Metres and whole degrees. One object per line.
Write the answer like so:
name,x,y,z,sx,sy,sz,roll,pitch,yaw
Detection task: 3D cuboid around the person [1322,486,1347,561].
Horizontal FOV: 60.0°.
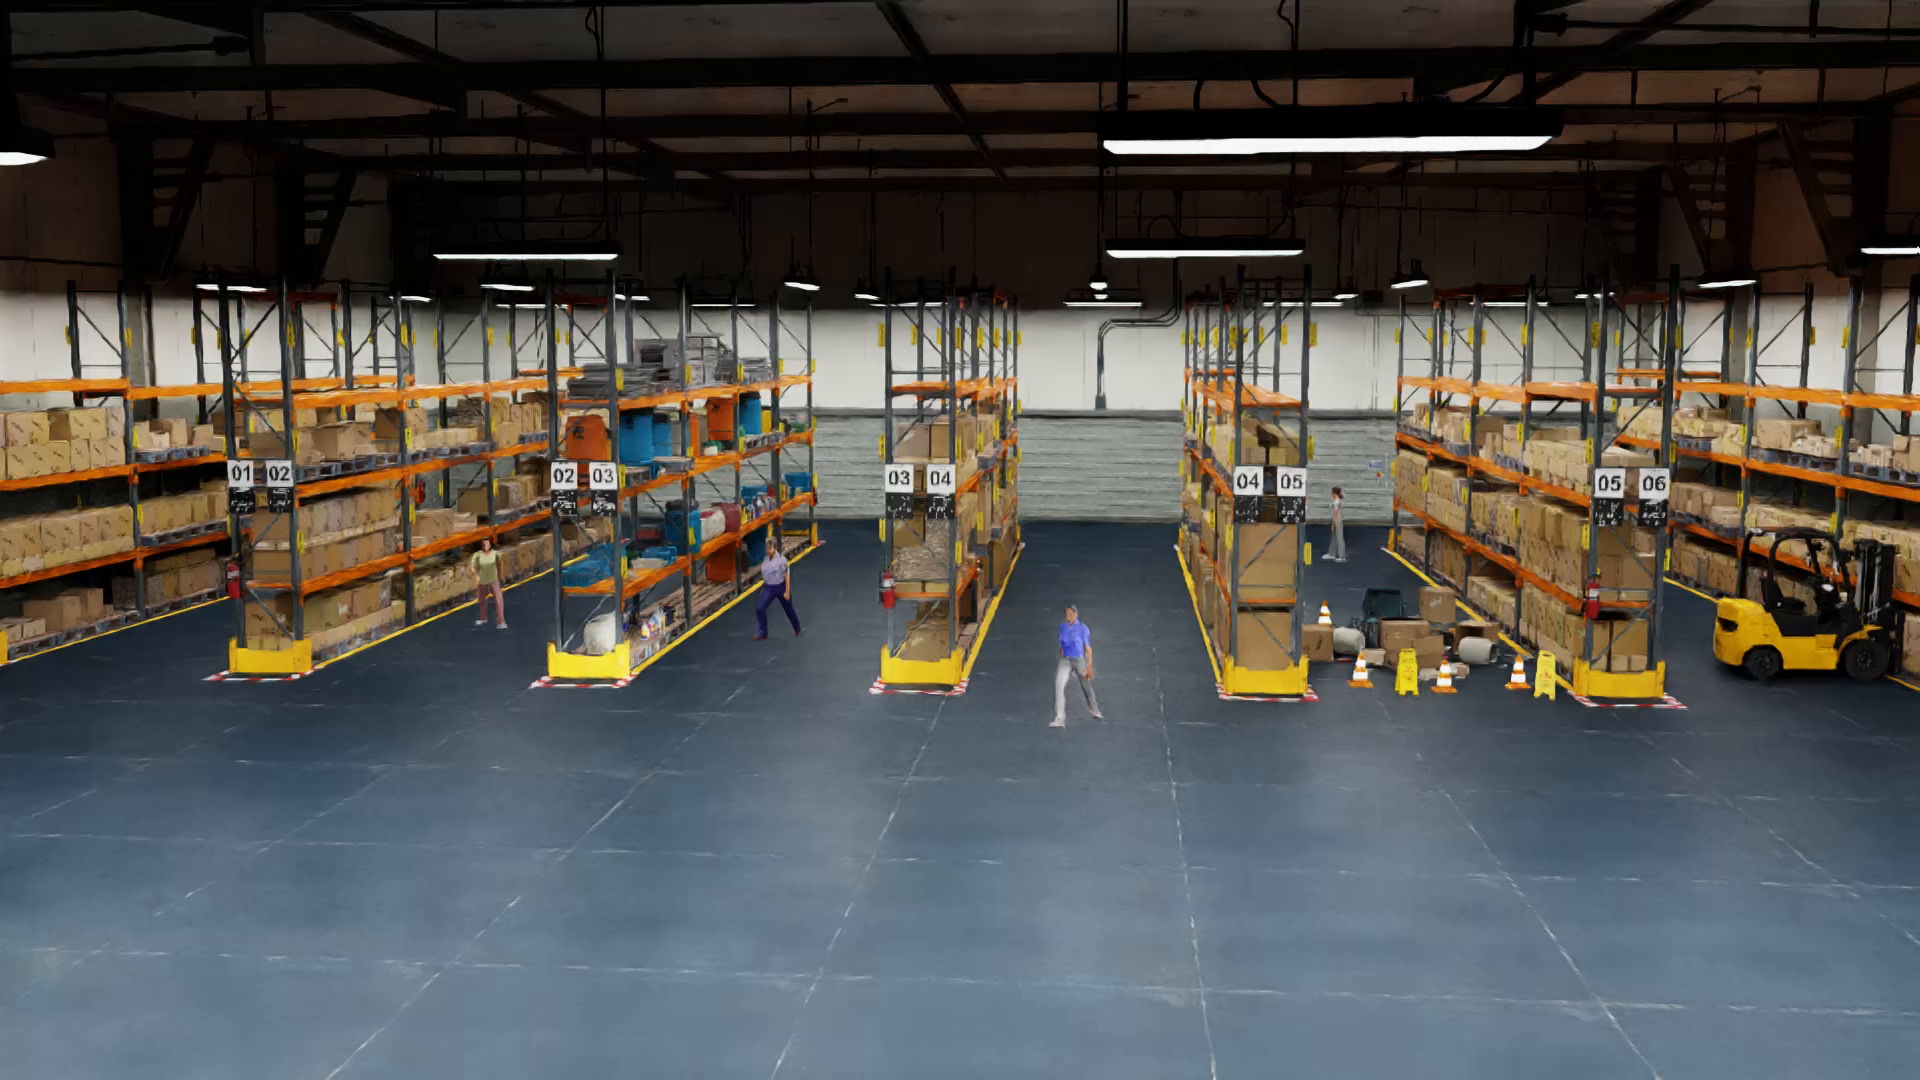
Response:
person,8.434,-0.380,37.375,0.572,1.665,0.591,2,7,16

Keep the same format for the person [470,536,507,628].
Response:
person,-8.152,0.707,28.775,0.611,1.603,0.817,-1,7,-12

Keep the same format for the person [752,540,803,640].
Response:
person,-2.851,0.762,26.128,0.534,1.569,0.926,3,8,26

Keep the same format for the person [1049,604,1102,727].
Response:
person,1.511,1.604,21.563,0.505,1.578,0.933,3,8,26
